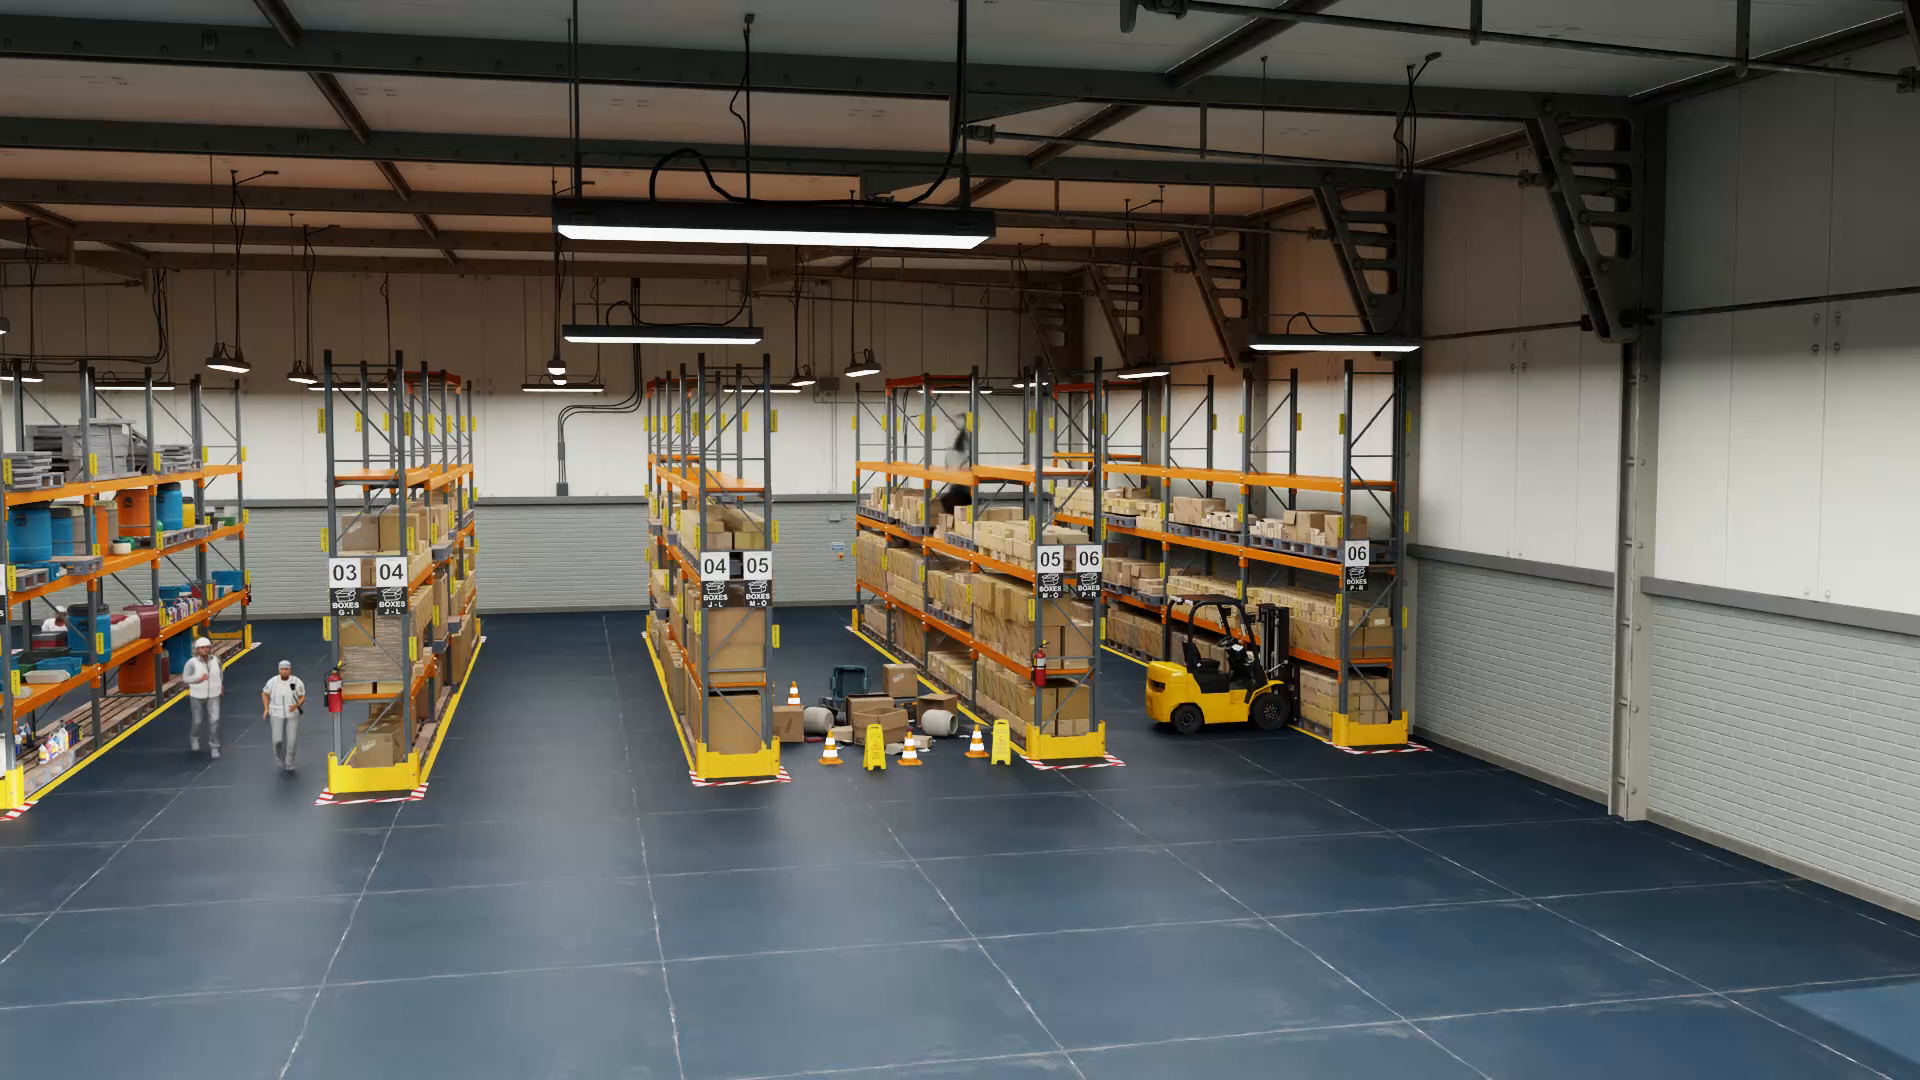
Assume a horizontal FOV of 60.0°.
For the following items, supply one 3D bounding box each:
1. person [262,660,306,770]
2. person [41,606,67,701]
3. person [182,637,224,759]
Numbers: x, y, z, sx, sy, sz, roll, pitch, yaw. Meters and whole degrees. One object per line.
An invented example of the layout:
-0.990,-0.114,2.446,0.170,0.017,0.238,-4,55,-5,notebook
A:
-9.686,2.525,23.847,0.590,1.613,0.658,-2,4,-21,person
-16.418,2.051,30.422,0.716,1.738,0.841,-1,4,-10,person
-11.368,2.349,25.008,0.644,1.783,0.947,-3,5,-39,person
